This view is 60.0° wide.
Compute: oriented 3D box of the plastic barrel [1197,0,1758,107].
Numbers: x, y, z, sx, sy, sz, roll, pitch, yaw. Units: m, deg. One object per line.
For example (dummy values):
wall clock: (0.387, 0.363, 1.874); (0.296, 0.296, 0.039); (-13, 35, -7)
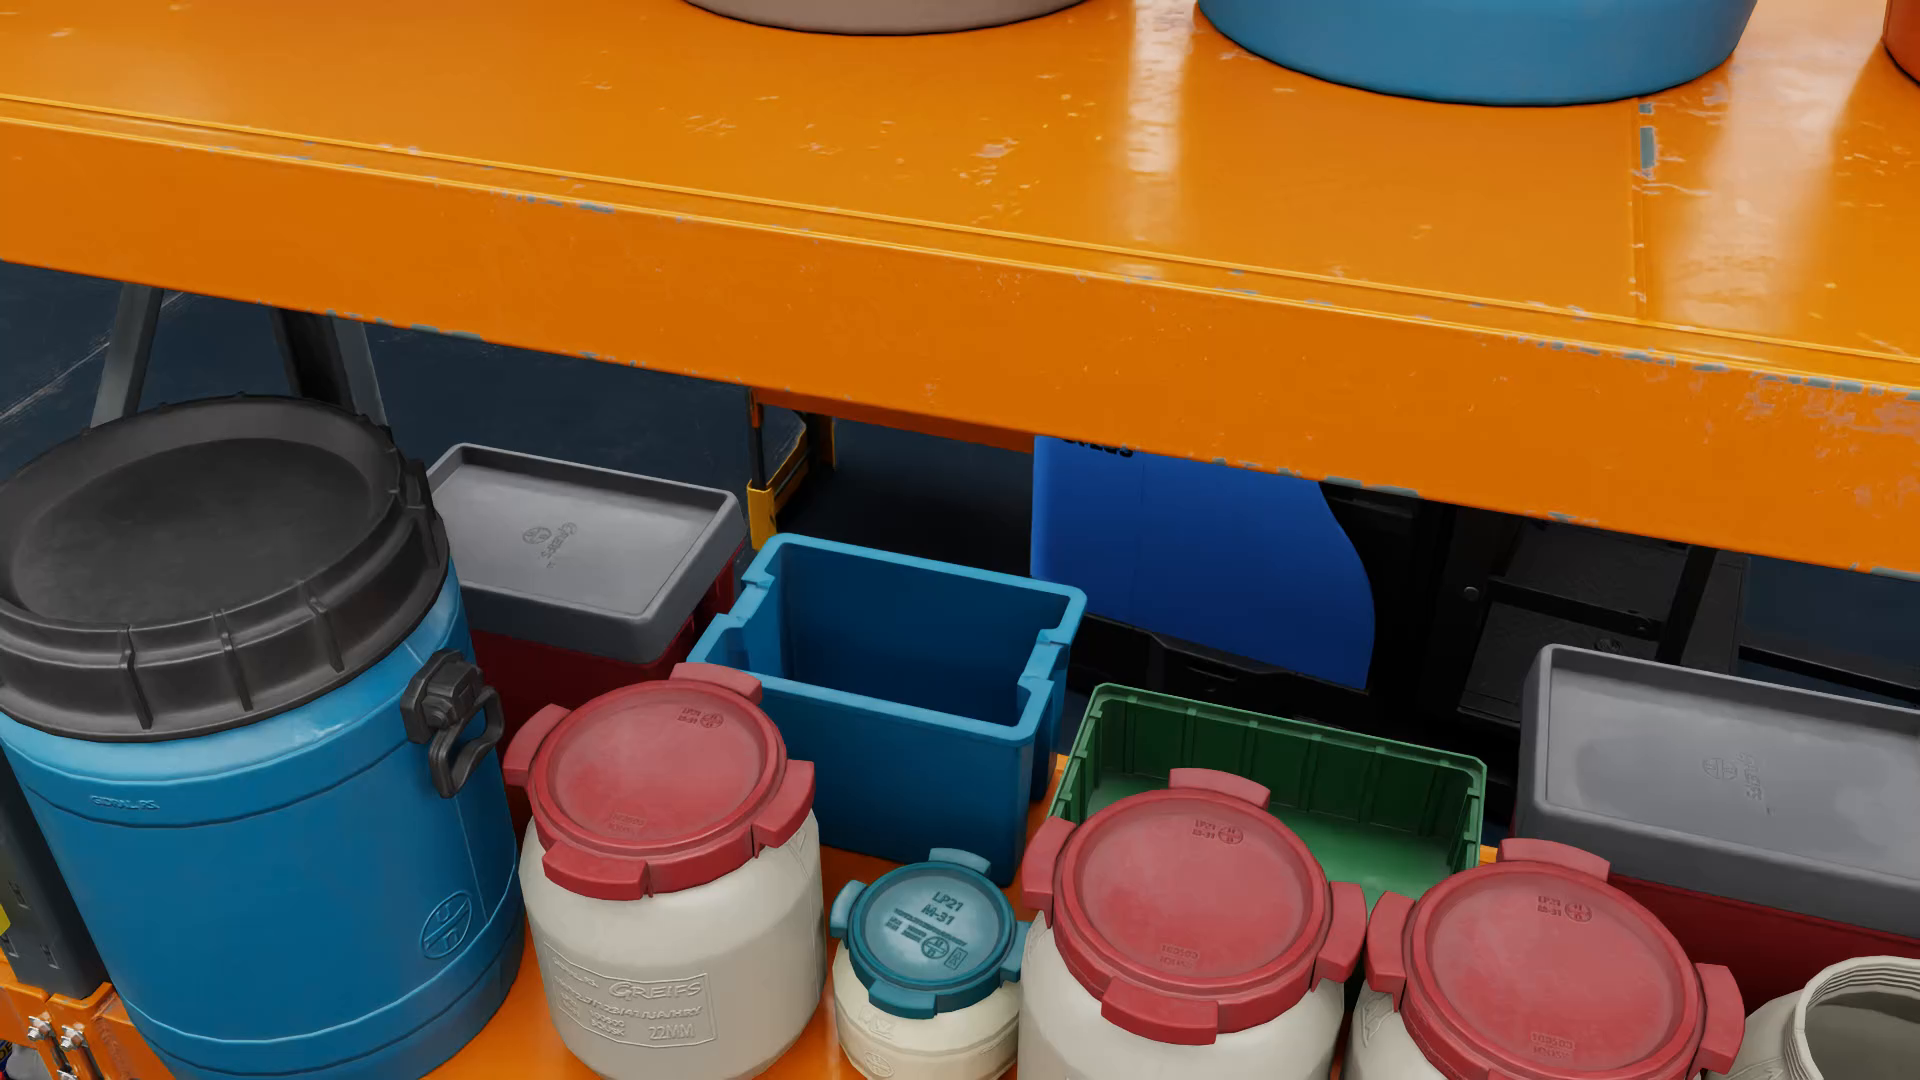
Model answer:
plastic barrel: (0.541, -0.939, 1.541); (0.708, 0.901, 0.600); (10, 38, 14)

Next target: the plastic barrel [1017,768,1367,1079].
plastic barrel: (0.290, 0.641, 2.234); (0.433, 0.535, 0.433); (0, 36, 0)

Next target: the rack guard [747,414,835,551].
rack guard: (-0.587, -0.228, 5.849); (0.087, 0.250, 0.587); (11, 38, 15)

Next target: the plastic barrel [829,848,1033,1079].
plastic barrel: (-0.040, 0.650, 2.454); (0.301, 0.262, 0.301); (0, 36, 0)

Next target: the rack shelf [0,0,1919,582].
rack shelf: (0.651, -0.292, 1.692); (4.000, 0.370, 1.077); (10, 38, 14)

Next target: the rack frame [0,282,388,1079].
rack frame: (-1.258, 0.273, 2.848); (0.127, 3.000, 1.000); (10, 38, 14)

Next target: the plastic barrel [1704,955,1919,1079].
plastic barrel: (1.113, 0.800, 2.039); (0.421, 0.512, 0.421); (0, 36, 0)

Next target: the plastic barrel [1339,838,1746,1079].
plastic barrel: (0.703, 0.718, 2.130); (0.433, 0.535, 0.433); (0, 36, 0)

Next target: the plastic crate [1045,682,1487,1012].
plastic crate: (0.489, 0.507, 2.710); (0.662, 0.188, 0.450); (10, 38, 14)

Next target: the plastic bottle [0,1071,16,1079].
plastic bottle: (-1.958, 1.212, 3.436); (0.185, 0.351, 0.144); (10, 37, 13)

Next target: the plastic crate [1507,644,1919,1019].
plastic crate: (1.109, 0.496, 2.492); (0.583, 0.464, 0.402); (10, 38, 14)

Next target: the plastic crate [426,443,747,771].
plastic crate: (-0.704, 0.160, 2.948); (0.583, 0.464, 0.402); (10, 38, 14)

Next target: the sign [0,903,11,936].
sign: (-1.432, 0.471, 2.346); (0.005, 0.325, 0.100); (10, 38, 14)

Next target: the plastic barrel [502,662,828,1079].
plastic barrel: (-0.410, 0.512, 2.410); (0.433, 0.535, 0.433); (0, 36, 0)

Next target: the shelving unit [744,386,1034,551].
shelving unit: (-0.115, -0.636, 5.349); (1.083, 1.500, 0.587); (11, 38, 15)

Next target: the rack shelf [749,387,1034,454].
rack shelf: (-0.124, -0.493, 5.458); (1.000, 0.185, 0.538); (11, 38, 15)

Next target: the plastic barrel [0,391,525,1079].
plastic barrel: (-0.979, 0.311, 2.374); (0.708, 0.901, 0.600); (10, 38, 14)

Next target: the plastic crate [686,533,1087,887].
plastic crate: (-0.112, 0.299, 2.827); (0.575, 0.384, 0.392); (10, 38, 14)

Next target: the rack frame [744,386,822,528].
rack frame: (-0.605, -0.735, 5.484); (0.032, 1.500, 0.500); (11, 38, 15)

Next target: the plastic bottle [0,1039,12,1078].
plastic bottle: (-2.121, 1.120, 3.624); (0.135, 0.276, 0.152); (10, 38, 14)

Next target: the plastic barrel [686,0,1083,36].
plastic barrel: (-0.083, -1.054, 1.698); (0.600, 0.901, 0.600); (0, 36, 0)

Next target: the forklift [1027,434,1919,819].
forklift: (1.757, -0.671, 4.189); (3.031, 2.935, 1.130); (15, 39, 20)

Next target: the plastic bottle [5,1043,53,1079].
plastic bottle: (-1.915, 1.130, 3.547); (0.185, 0.351, 0.144); (10, 38, 14)

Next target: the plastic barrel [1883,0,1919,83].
plastic barrel: (1.217, -0.784, 1.392); (0.708, 0.830, 0.600); (10, 38, 14)

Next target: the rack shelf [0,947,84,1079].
rack shelf: (-3.167, 0.209, 3.542); (4.000, 0.370, 1.077); (10, 38, 14)

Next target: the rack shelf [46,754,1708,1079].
rack shelf: (0.651, 0.916, 2.581); (4.000, 0.370, 1.077); (10, 38, 14)
